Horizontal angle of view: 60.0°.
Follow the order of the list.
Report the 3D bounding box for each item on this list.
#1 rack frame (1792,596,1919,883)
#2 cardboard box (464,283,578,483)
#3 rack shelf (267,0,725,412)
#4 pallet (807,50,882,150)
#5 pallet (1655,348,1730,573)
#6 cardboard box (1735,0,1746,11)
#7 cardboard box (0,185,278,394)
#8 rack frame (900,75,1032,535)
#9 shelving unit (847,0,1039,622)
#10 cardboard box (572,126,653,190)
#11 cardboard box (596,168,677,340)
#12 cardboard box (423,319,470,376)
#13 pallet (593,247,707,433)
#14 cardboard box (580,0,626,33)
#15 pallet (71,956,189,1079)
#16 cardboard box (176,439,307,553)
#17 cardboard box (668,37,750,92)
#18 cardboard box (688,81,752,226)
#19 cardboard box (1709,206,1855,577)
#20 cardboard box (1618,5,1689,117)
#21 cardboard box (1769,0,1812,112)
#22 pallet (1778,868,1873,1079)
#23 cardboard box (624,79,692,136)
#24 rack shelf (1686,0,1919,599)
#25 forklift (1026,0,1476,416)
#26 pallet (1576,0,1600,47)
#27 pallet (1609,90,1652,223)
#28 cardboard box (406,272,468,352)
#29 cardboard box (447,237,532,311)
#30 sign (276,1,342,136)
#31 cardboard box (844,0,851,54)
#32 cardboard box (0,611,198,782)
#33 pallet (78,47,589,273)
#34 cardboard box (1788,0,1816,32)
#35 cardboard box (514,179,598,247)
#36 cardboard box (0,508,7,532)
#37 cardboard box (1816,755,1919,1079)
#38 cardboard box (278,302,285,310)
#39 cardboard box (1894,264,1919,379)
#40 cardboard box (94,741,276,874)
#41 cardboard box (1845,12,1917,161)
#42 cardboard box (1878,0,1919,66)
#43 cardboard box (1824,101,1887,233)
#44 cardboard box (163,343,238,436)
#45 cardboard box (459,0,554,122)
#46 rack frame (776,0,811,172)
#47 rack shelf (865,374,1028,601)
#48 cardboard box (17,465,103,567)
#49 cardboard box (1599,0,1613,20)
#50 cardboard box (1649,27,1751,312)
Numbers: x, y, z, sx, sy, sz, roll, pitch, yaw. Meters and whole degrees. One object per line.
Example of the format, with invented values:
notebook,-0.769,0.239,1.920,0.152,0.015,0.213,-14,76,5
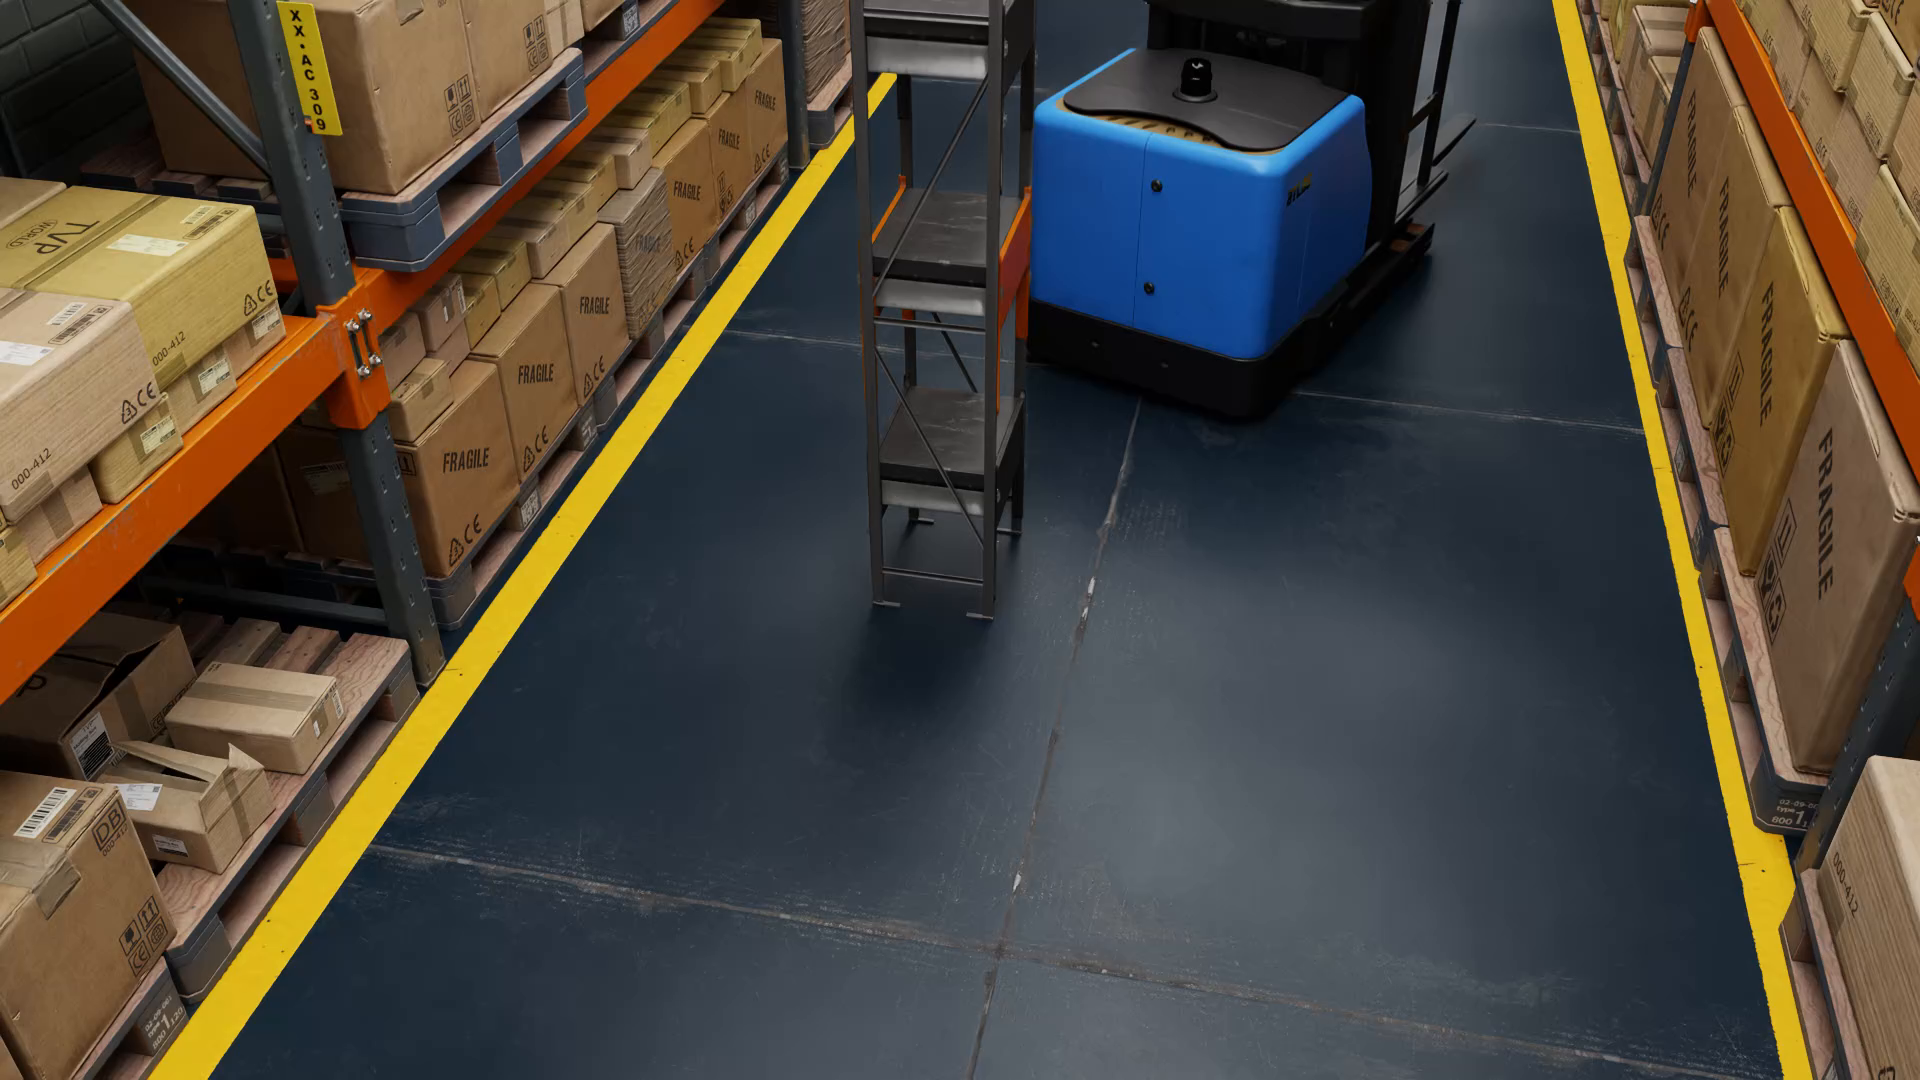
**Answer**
rack frame,2.741,-0.232,3.514,1.000,3.000,0.127,7,37,10
cardboard box,-1.682,-0.565,5.746,0.500,0.500,0.500,7,36,9
rack shelf,-1.682,-1.707,6.162,1.077,0.370,4.000,7,37,10
pallet,-1.040,-2.483,8.996,1.003,0.211,1.213,7,37,10
pallet,3.091,-0.256,5.923,1.003,0.211,1.213,7,37,10
cardboard box,3.245,-2.215,6.378,0.500,0.250,0.500,7,36,9
cardboard box,-1.979,-0.589,3.881,0.500,0.250,0.500,8,37,11
rack frame,0.017,-0.895,5.196,0.400,2.100,0.015,7,37,10
shelving unit,-0.035,-0.755,5.003,0.431,2.100,0.503,7,37,10
cardboard box,-1.423,-1.494,6.475,0.380,0.149,0.250,6,36,8
cardboard box,-1.454,-1.148,6.549,0.500,0.500,0.500,6,36,8
cardboard box,-1.789,-0.613,5.259,0.380,0.149,0.250,6,36,9
pallet,-1.714,-0.895,6.806,1.003,0.211,1.213,7,37,10
cardboard box,-1.509,-2.059,5.591,0.700,0.500,0.500,7,37,10
pallet,-2.515,1.372,3.677,1.003,0.211,1.213,7,37,10
cardboard box,-2.293,-0.328,5.419,0.500,0.500,0.500,7,37,10
cardboard box,-1.141,-2.090,7.298,0.380,0.149,0.250,6,36,8
cardboard box,-1.252,-1.748,7.378,0.500,0.500,0.500,7,36,9
cardboard box,2.981,-0.426,5.234,0.875,0.875,0.875,8,37,11
cardboard box,3.876,-2.378,8.356,0.950,0.372,0.625,7,36,9
cardboard box,3.035,-1.619,5.555,0.500,0.250,0.500,8,37,12
pallet,2.502,1.323,3.744,1.003,0.211,1.213,7,37,10
cardboard box,-1.341,-1.799,6.896,0.380,0.149,0.250,8,37,11
rack shelf,3.168,-1.087,5.307,1.077,0.370,4.000,7,37,10
forklift,1.471,-2.484,6.680,1.130,2.935,3.031,21,41,26
pallet,4.285,-3.243,10.044,1.003,0.211,1.213,7,37,10
pallet,3.764,-1.844,8.114,1.003,0.211,1.213,7,37,10
cardboard box,-1.764,-0.720,5.154,0.380,0.149,0.250,6,36,8
cardboard box,-1.700,-0.921,5.684,0.380,0.149,0.250,7,36,9
sign,-1.577,-1.139,4.027,0.100,0.325,0.005,7,37,10
cardboard box,-0.976,-3.085,9.116,0.875,0.625,0.625,8,37,11
cardboard box,-2.481,0.416,4.553,0.500,0.311,0.500,9,37,12
pallet,-1.831,-1.219,5.039,1.003,0.211,1.213,7,37,10
cardboard box,3.016,-1.827,5.416,0.500,0.250,0.500,7,37,10
cardboard box,-1.555,-1.201,6.071,0.380,0.149,0.250,9,37,12
cardboard box,-2.191,-0.016,3.090,0.500,0.250,0.500,7,37,10
cardboard box,2.502,0.982,3.664,0.875,0.438,0.875,7,36,9
cardboard box,-2.261,-0.671,5.339,0.380,0.149,0.250,7,37,10
cardboard box,2.591,-0.460,3.956,0.500,0.250,0.500,6,36,9
cardboard box,-2.017,0.646,4.275,0.396,0.266,0.258,9,37,12
cardboard box,2.802,-1.242,4.609,0.500,0.250,0.500,8,37,11
cardboard box,2.822,-1.550,4.396,0.500,0.500,0.500,8,37,11
cardboard box,2.827,-1.039,4.755,0.500,0.250,0.500,6,36,9
cardboard box,-1.965,-0.384,3.937,0.380,0.149,0.250,8,37,11
cardboard box,-1.676,-1.609,4.970,0.700,0.500,0.500,8,37,10
rack frame,-1.254,-3.145,7.533,1.000,3.000,0.127,7,37,10
rack shelf,-0.035,-0.177,5.422,0.431,0.518,0.480,7,37,10
cardboard box,-2.079,-0.085,3.525,0.380,0.149,0.250,8,37,11
cardboard box,4.190,-3.211,9.505,0.950,0.372,0.625,10,37,13
cardboard box,3.367,-1.449,6.646,0.875,0.875,0.875,7,37,10
